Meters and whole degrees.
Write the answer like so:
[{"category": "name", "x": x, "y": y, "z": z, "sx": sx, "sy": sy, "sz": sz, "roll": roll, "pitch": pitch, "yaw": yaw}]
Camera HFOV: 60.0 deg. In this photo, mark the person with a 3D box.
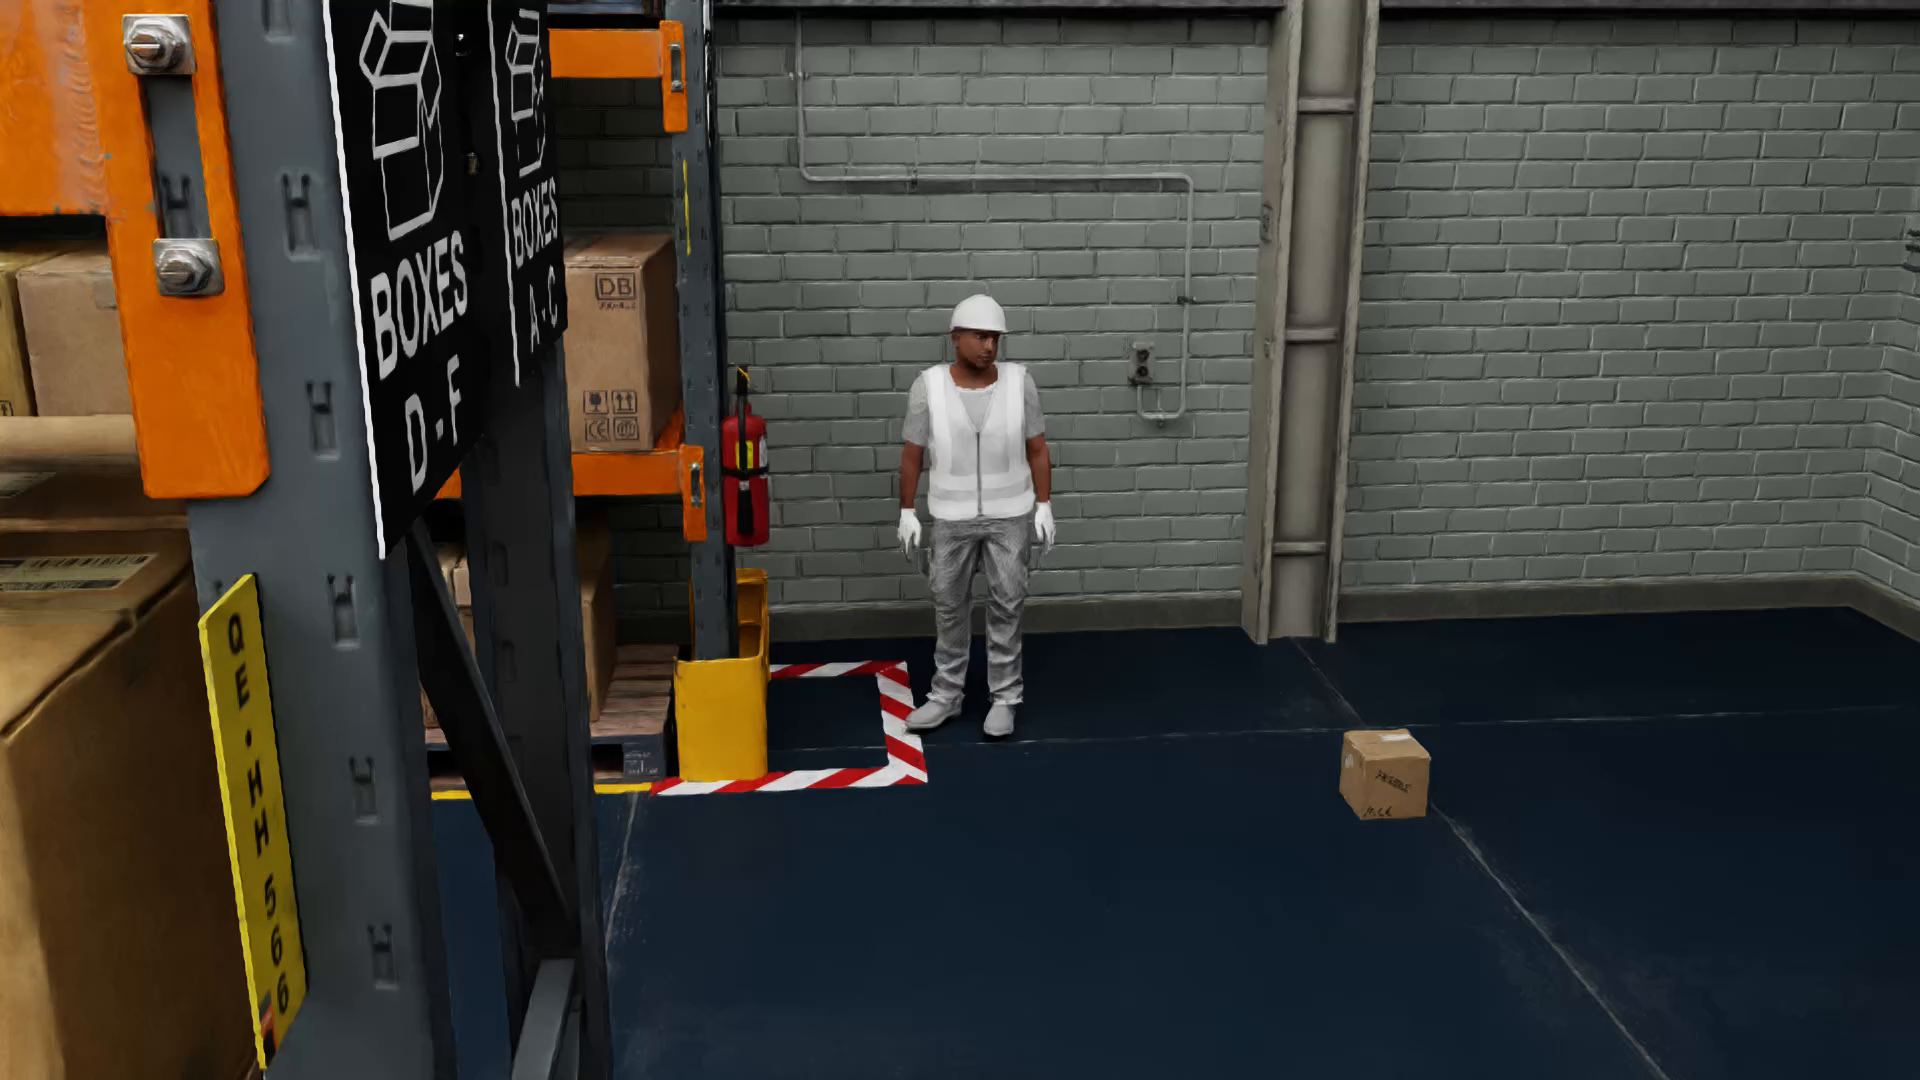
[{"category": "person", "x": 0.066, "y": -0.087, "z": 6.701, "sx": 0.638, "sy": 1.786, "sz": 0.392, "roll": 0, "pitch": 17, "yaw": 1}]
